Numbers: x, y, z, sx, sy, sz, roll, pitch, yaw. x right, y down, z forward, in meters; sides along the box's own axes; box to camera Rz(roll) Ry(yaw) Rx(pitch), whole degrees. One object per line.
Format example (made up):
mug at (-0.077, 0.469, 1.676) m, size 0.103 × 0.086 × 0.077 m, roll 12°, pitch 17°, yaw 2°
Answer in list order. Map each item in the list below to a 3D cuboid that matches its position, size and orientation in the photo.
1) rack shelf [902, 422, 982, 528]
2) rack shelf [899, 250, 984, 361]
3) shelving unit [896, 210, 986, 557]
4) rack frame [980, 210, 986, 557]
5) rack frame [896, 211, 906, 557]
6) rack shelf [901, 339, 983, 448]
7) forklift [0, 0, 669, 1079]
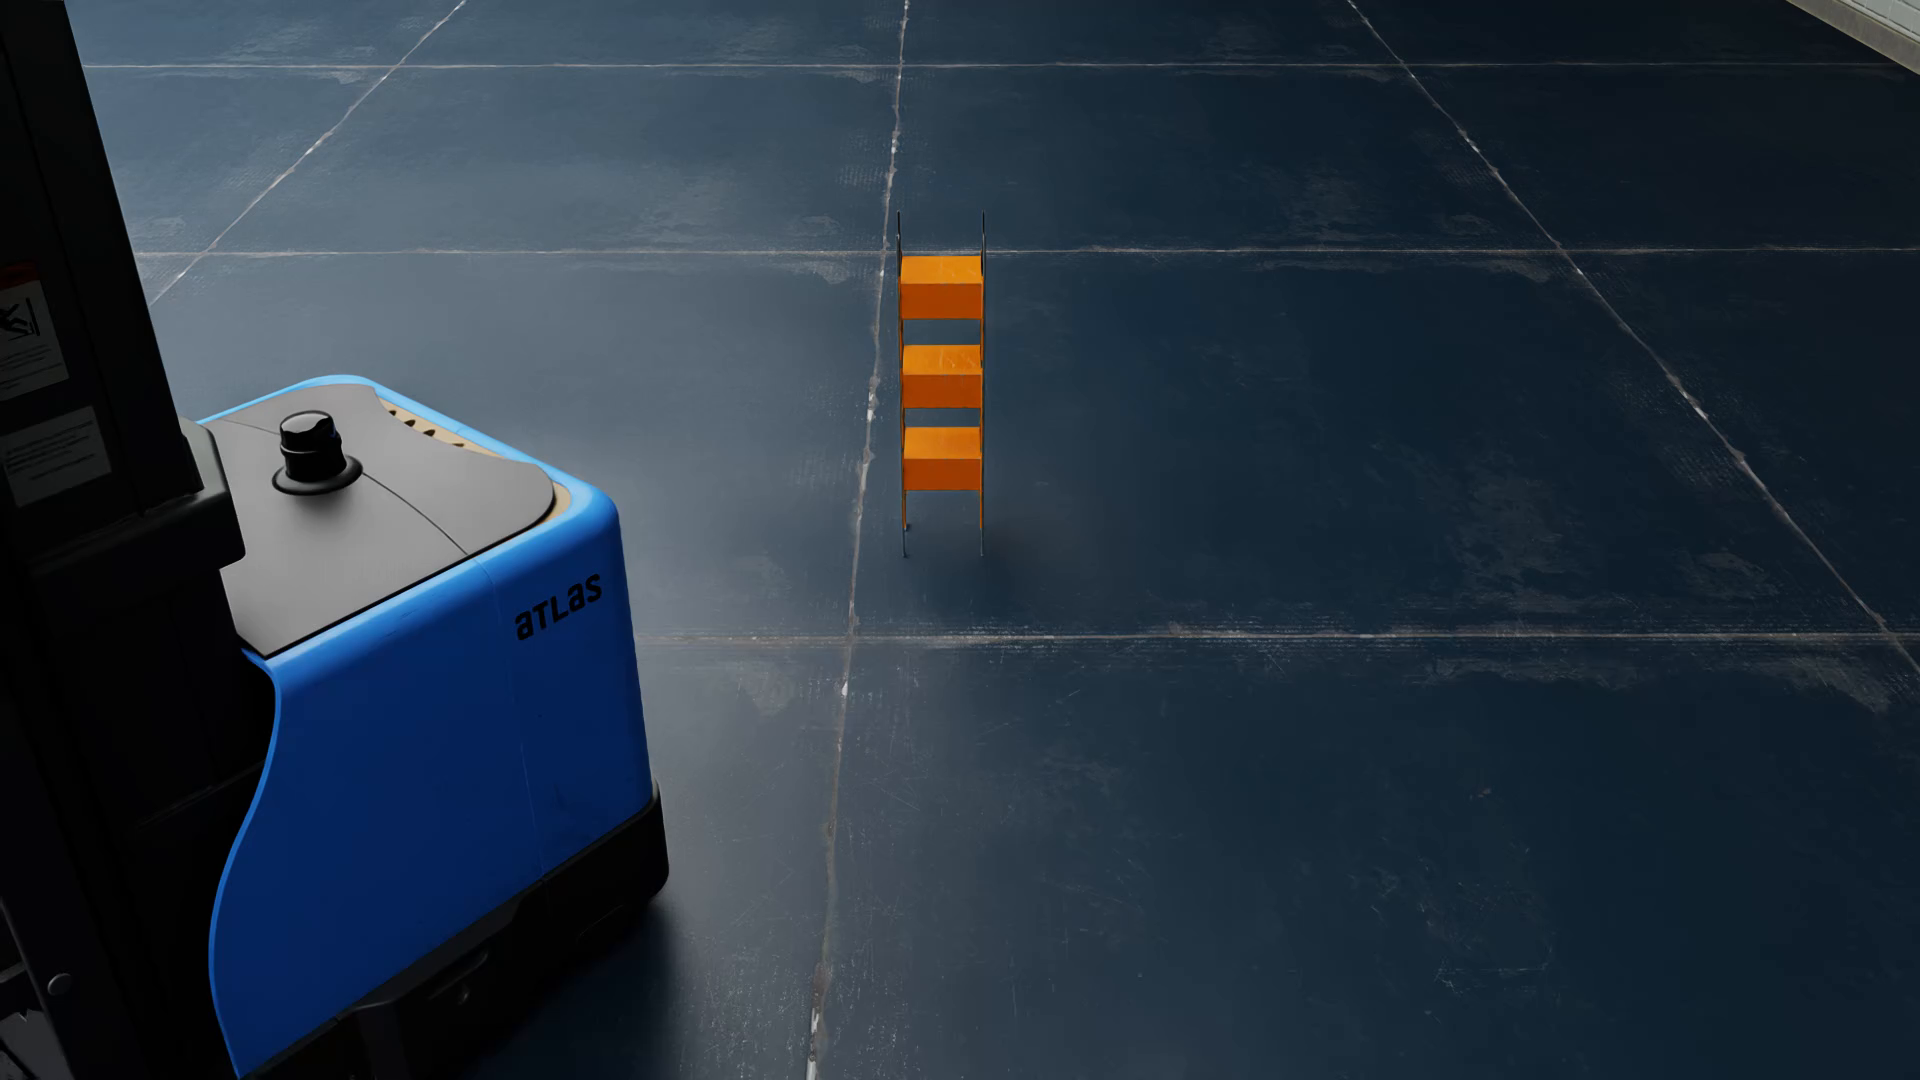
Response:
rack shelf at (-0.054, -0.202, 5.127) m, size 0.240 × 0.259 × 0.215 m, roll 0°, pitch 31°, yaw 0°
rack shelf at (-0.054, -0.682, 4.836) m, size 0.240 × 0.259 × 0.215 m, roll 0°, pitch 31°, yaw 0°
shelving unit at (-0.054, -0.449, 4.977) m, size 0.252 × 1.050 × 0.215 m, roll 0°, pitch 31°, yaw 0°
rack frame at (0.068, -0.449, 4.978) m, size 0.008 × 1.050 × 0.200 m, roll 0°, pitch 31°, yaw 0°
rack frame at (-0.176, -0.448, 4.977) m, size 0.008 × 1.050 × 0.200 m, roll 0°, pitch 31°, yaw 0°
rack shelf at (-0.054, -0.440, 4.983) m, size 0.240 × 0.259 × 0.215 m, roll 0°, pitch 31°, yaw 0°
forklift at (-1.994, 0.010, 2.408) m, size 1.130 × 2.935 × 3.031 m, roll 23°, pitch 38°, yaw 33°
